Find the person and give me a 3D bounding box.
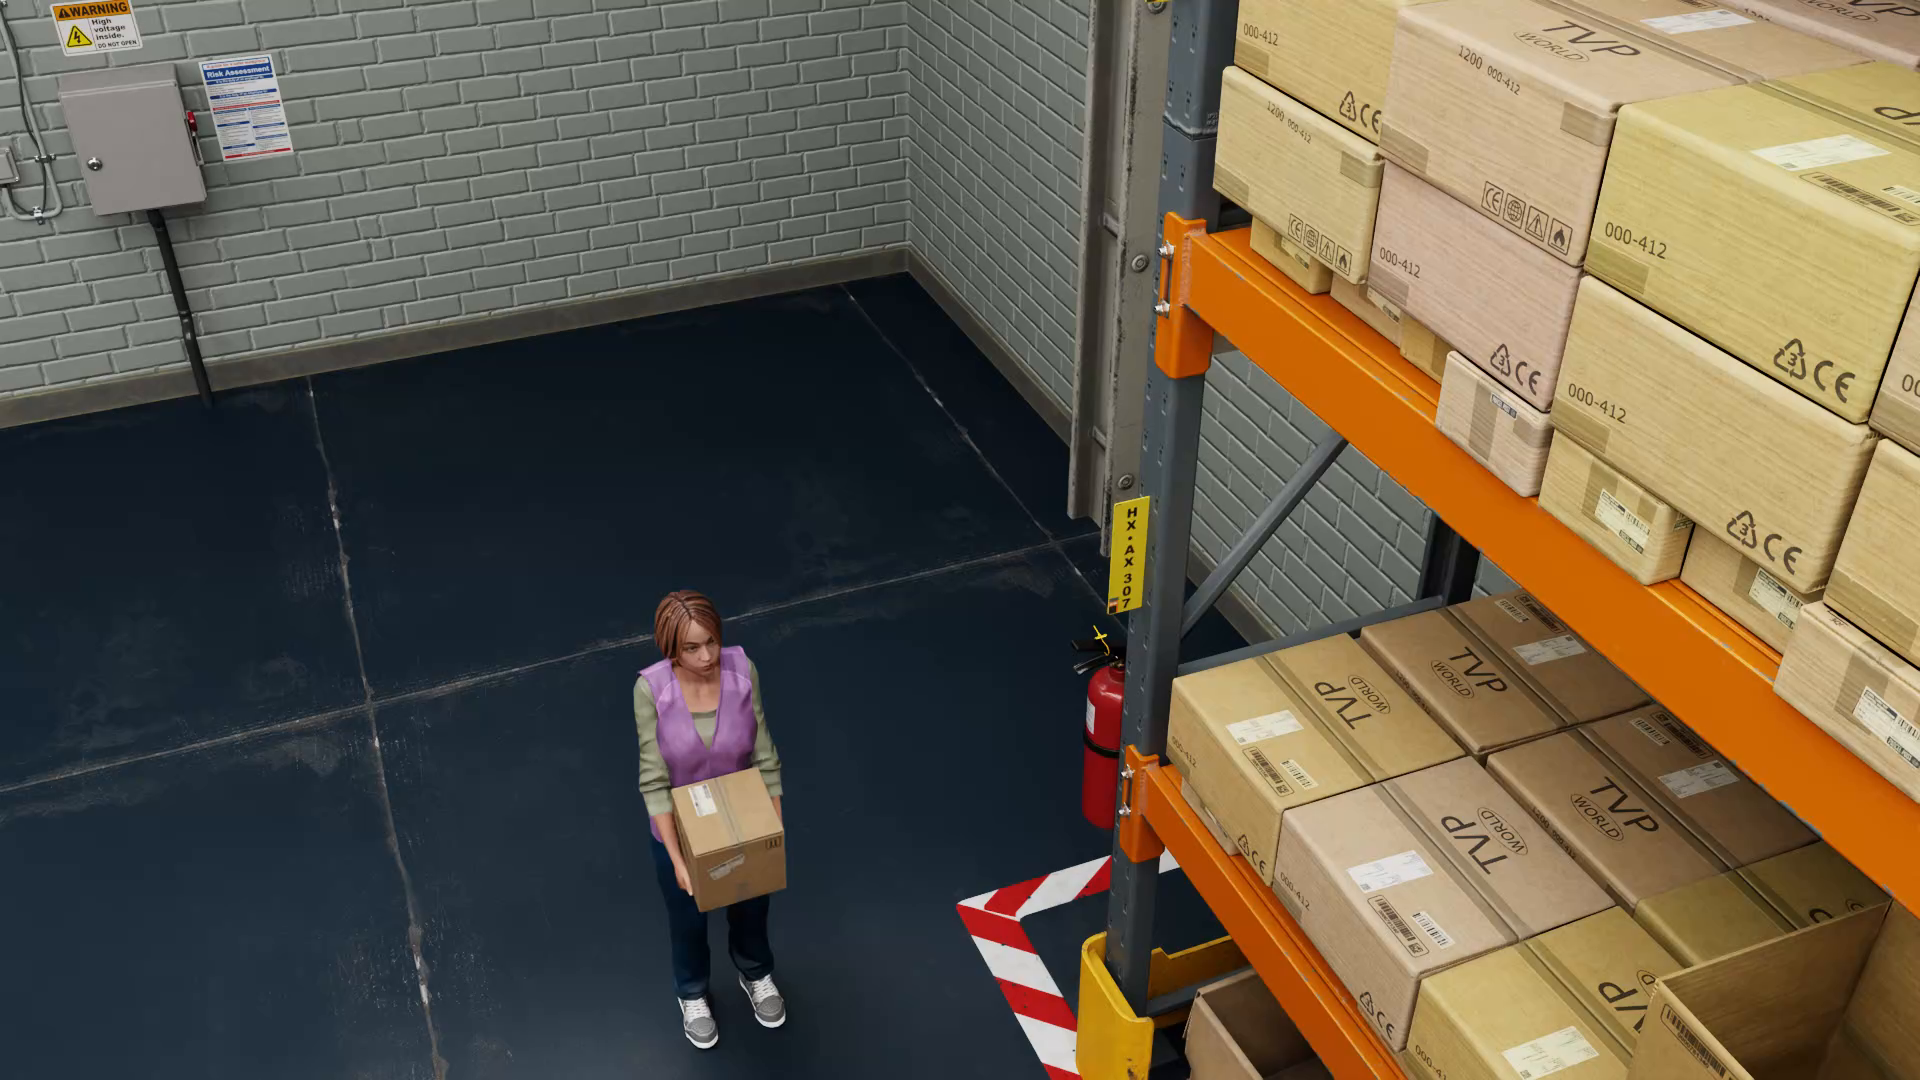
[{"bbox_3d":[-0.706,0.877,4.851,0.404,1.596,0.490,-13,36,-18],"label":"person"}]
